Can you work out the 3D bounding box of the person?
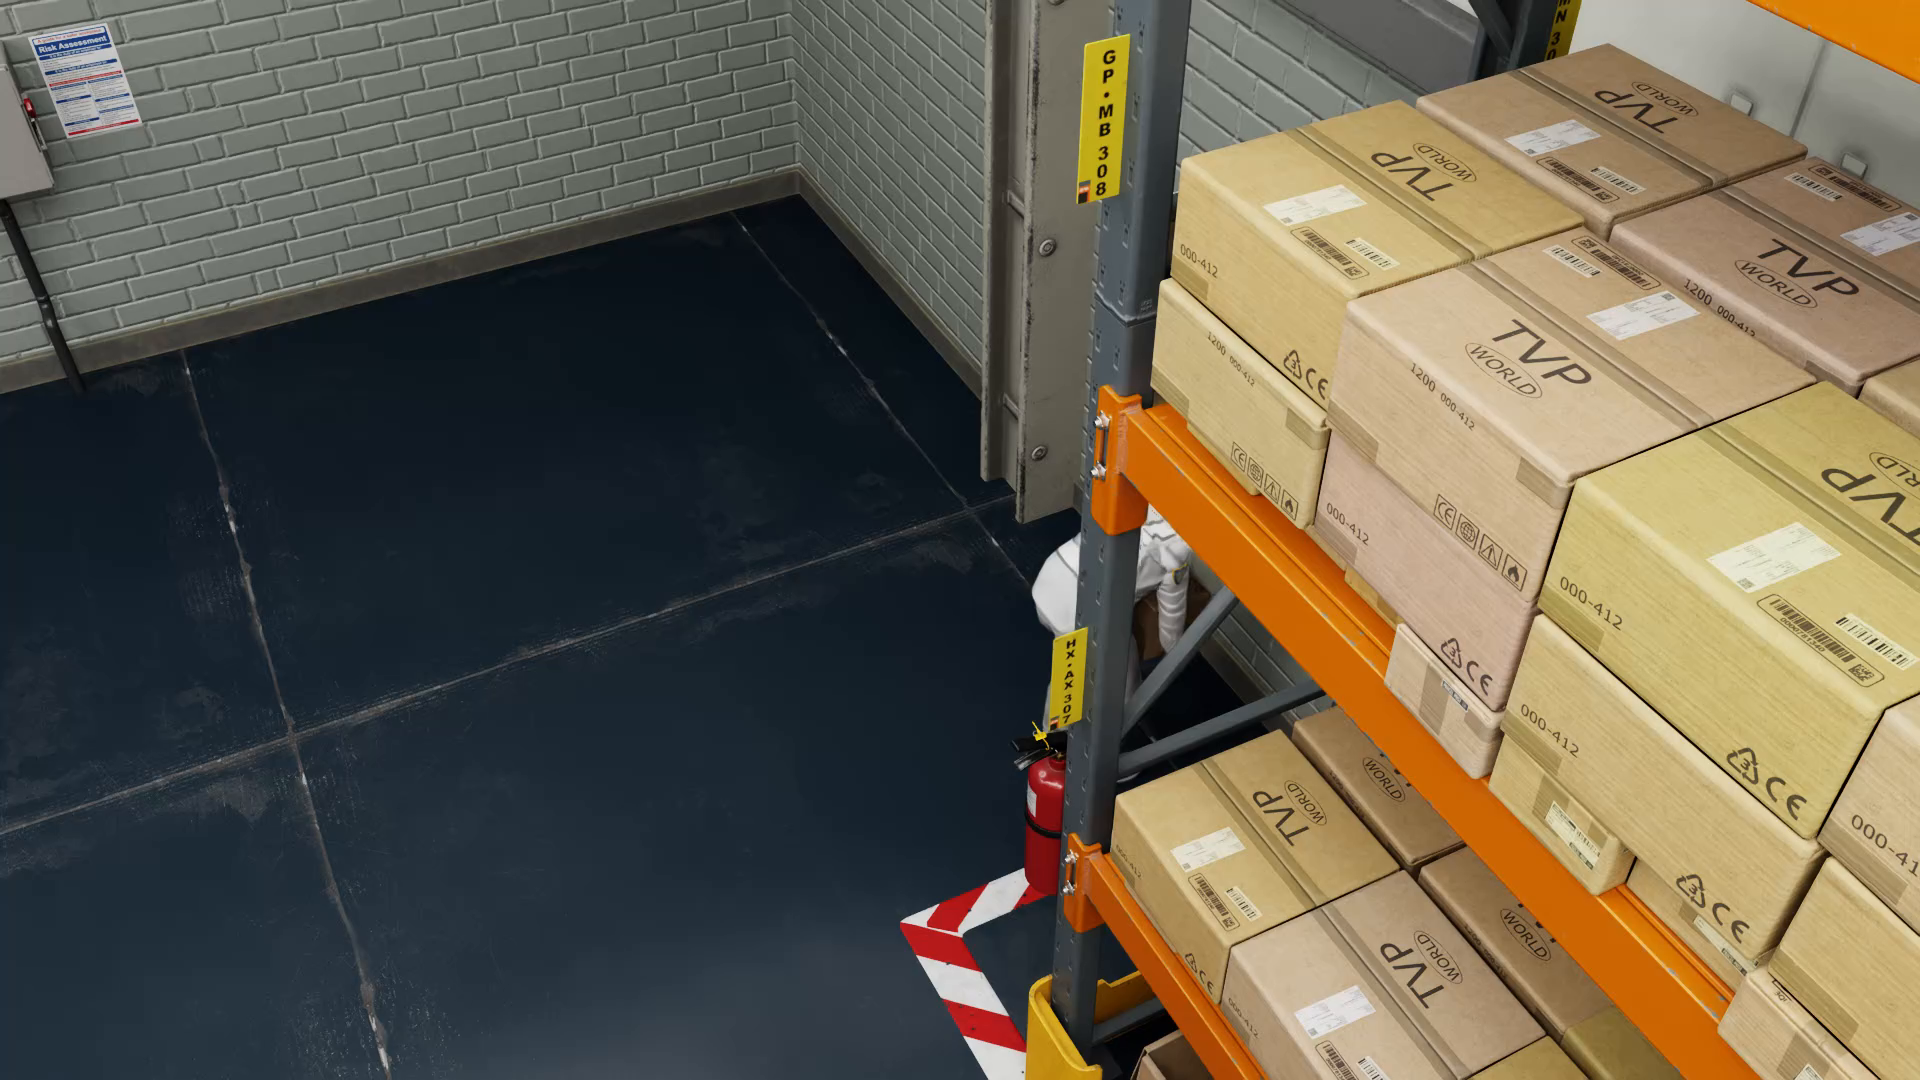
[{"bbox_3d":[0.619,0.251,6.014,0.752,1.488,0.402,-20,45,-21],"label":"person"}]
